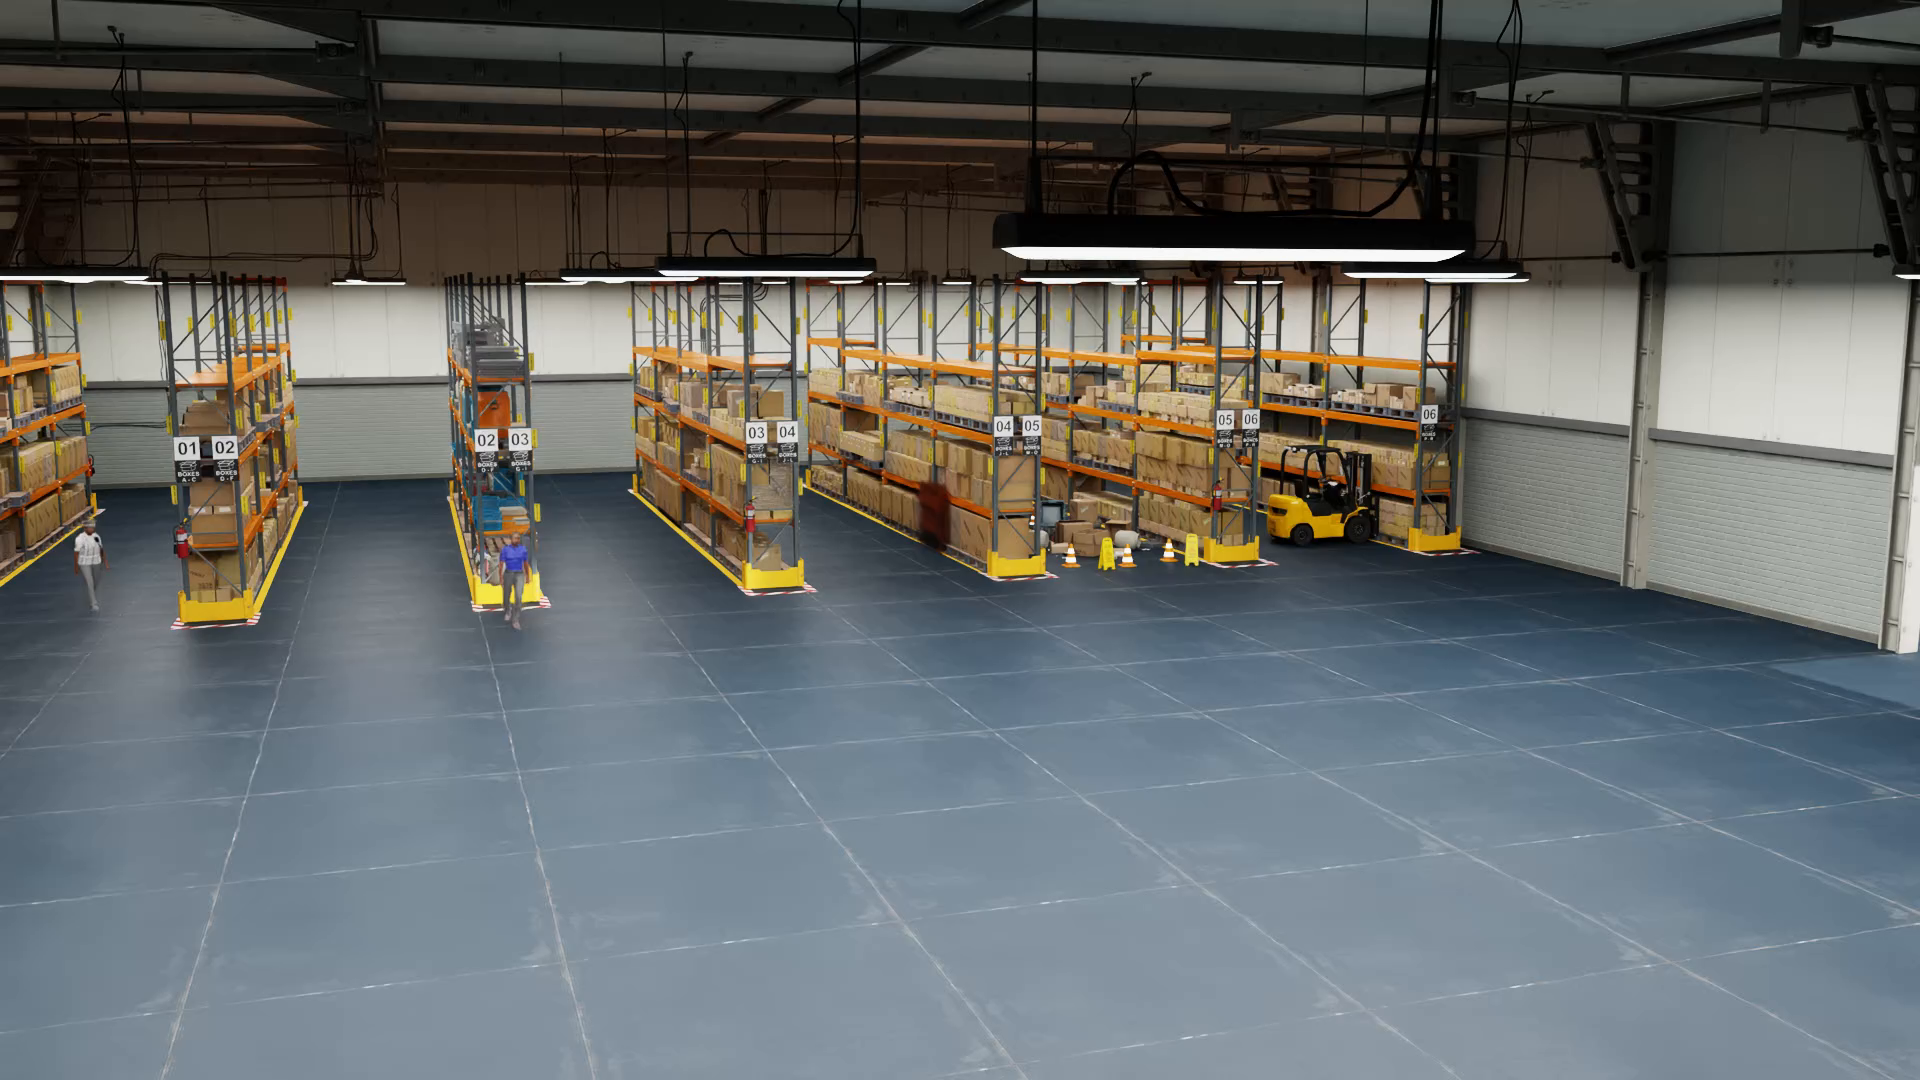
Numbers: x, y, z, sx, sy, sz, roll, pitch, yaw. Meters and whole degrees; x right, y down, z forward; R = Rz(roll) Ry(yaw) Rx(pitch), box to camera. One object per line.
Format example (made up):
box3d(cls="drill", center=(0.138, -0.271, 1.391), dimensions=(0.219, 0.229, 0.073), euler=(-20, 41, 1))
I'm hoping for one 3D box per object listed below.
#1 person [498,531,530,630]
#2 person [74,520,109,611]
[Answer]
box3d(cls="person", center=(-7.609, 0.663, 28.402), dimensions=(0.538, 1.650, 0.786), euler=(-4, 9, -23))
box3d(cls="person", center=(-15.590, 0.423, 29.808), dimensions=(0.520, 1.605, 1.079), euler=(-8, 12, -43))
